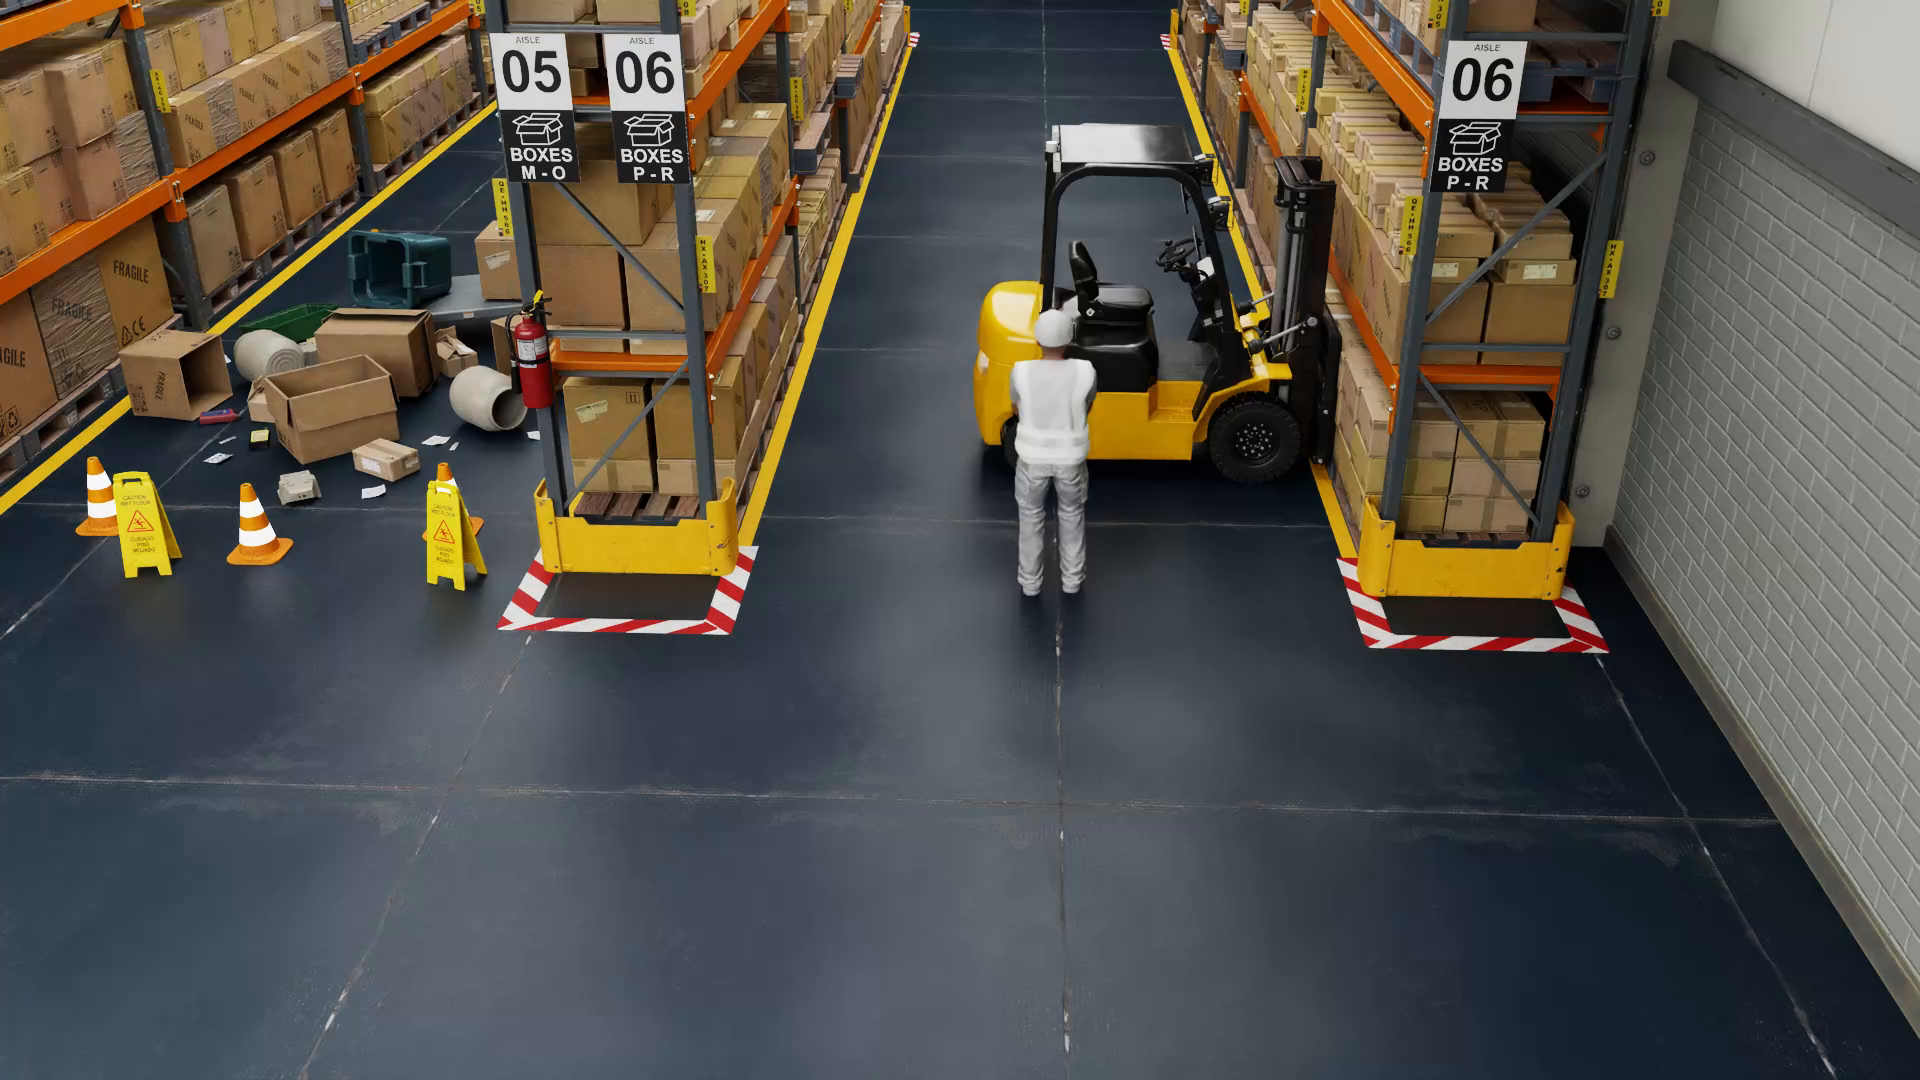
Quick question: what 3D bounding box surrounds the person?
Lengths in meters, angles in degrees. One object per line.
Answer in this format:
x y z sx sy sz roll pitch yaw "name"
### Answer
0.522 -0.538 9.624 0.495 1.784 0.573 0 28 1 "person"
